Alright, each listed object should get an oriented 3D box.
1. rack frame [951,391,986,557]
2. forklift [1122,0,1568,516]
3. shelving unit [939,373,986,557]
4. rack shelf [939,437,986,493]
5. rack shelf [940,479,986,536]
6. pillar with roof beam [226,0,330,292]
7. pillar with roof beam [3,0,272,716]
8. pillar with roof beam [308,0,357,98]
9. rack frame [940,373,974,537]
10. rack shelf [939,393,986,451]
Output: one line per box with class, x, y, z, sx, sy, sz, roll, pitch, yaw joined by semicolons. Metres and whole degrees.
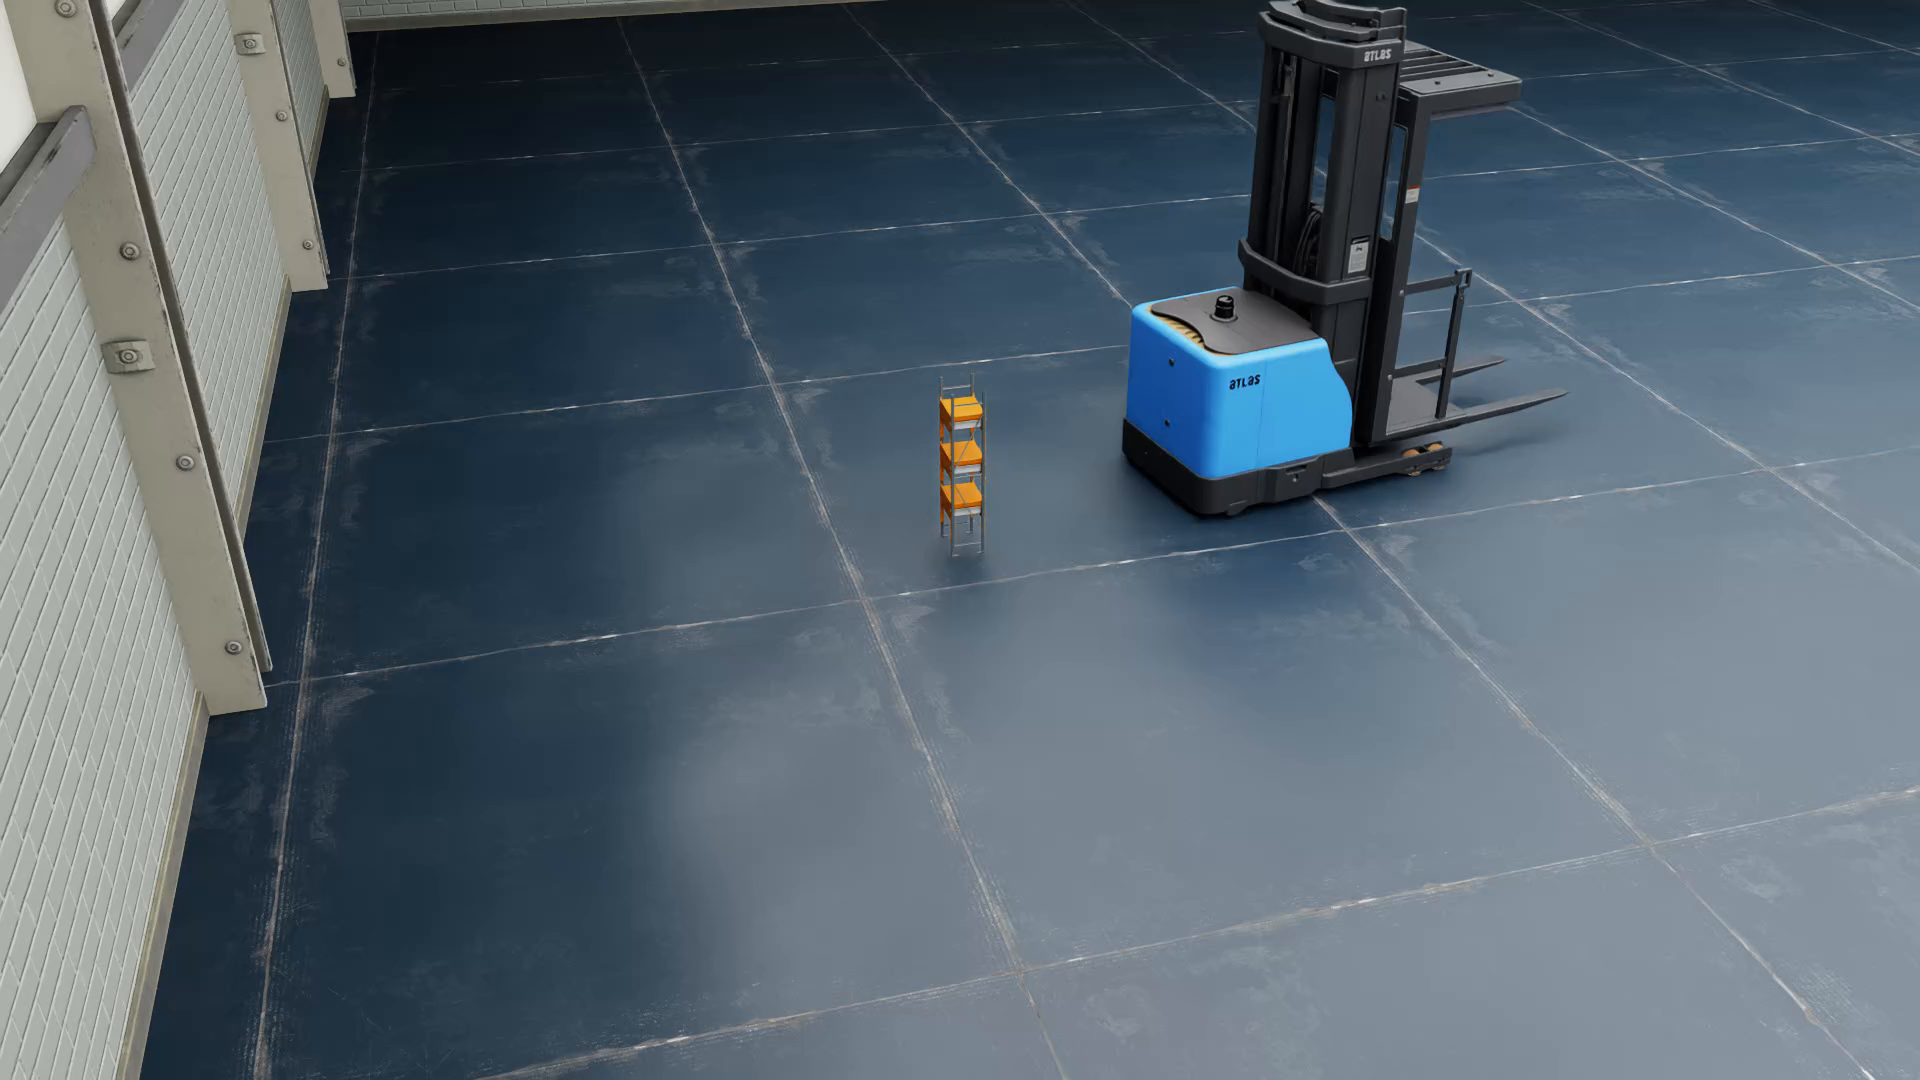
rack frame;0.047;-0.370;9.572;0.200;1.050;0.008;-8;31;-13
forklift;2.613;-1.905;10.346;3.031;2.935;1.130;-13;33;-22
shelving unit;0.014;-0.429;9.673;0.215;1.050;0.252;-8;31;-13
rack shelf;0.014;-0.419;9.679;0.215;0.259;0.240;-8;31;-13
rack shelf;0.014;-0.179;9.818;0.215;0.259;0.240;-8;31;-13
pillar with roof beam;-1.191;-6.585;12.375;9.100;9.000;0.400;-8;31;-13
pillar with roof beam;0.402;-3.687;7.368;9.100;9.000;0.400;-8;31;-13
pillar with roof beam;-2.783;-9.483;17.381;9.100;9.000;0.400;-8;31;-13
rack frame;-0.018;-0.487;9.775;0.200;1.050;0.008;-8;31;-13
rack shelf;0.014;-0.665;9.537;0.215;0.259;0.240;-8;31;-13
